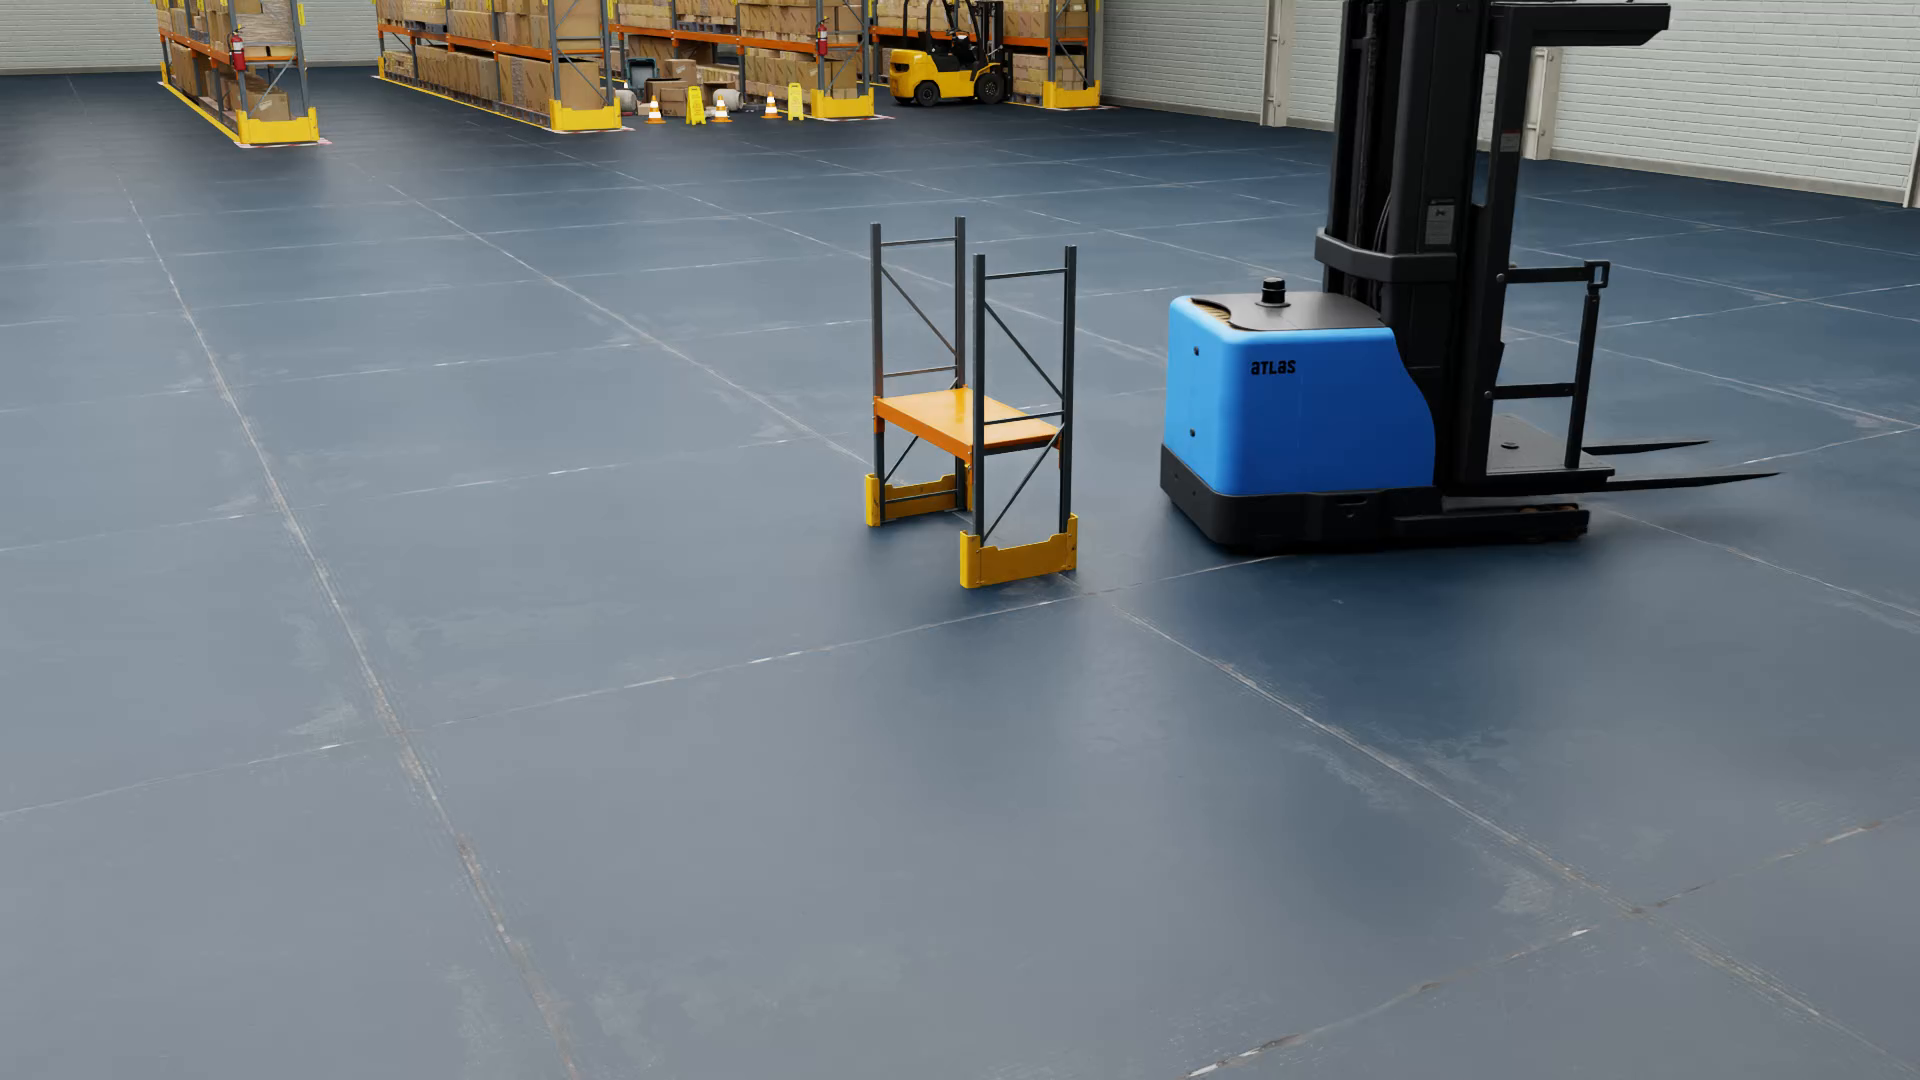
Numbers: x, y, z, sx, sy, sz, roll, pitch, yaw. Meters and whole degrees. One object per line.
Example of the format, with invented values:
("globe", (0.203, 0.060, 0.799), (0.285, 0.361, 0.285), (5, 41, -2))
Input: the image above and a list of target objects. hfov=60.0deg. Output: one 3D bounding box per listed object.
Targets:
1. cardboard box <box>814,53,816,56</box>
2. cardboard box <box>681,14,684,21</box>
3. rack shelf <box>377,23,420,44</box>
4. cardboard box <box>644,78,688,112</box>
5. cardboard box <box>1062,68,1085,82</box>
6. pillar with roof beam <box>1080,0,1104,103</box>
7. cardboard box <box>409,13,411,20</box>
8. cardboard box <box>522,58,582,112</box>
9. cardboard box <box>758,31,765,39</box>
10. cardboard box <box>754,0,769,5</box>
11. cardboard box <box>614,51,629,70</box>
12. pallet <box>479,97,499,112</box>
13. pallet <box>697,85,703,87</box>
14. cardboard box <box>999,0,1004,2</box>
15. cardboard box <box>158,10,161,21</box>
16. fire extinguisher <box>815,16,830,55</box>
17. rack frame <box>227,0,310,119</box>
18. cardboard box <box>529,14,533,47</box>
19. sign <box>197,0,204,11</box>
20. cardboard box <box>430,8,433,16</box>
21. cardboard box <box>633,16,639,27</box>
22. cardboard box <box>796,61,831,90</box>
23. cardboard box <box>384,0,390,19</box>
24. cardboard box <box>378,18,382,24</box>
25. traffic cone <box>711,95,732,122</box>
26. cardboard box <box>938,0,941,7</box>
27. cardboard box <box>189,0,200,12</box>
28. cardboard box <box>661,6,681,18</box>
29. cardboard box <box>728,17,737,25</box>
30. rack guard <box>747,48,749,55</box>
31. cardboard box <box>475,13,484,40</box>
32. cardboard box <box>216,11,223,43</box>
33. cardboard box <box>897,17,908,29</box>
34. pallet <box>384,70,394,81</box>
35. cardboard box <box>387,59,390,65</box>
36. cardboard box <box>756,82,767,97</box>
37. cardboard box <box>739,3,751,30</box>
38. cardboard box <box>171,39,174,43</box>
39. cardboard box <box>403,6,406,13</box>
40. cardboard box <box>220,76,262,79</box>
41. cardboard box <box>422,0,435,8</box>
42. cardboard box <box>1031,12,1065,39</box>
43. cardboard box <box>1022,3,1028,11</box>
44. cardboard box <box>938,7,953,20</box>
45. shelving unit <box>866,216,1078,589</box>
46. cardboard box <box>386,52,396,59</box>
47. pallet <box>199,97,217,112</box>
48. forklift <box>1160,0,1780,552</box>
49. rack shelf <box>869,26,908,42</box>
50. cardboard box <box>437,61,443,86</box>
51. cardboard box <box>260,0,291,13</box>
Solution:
("cardboard box", (-3.454, -12.389, 42.624), (0.500, 0.500, 0.500), (-9, 21, -24))
("cardboard box", (-5.962, -11.585, 36.848), (0.380, 0.149, 0.250), (-11, 22, -30))
("rack shelf", (-13.110, -12.214, 40.032), (1.077, 0.370, 4.000), (-10, 21, -27))
("cardboard box", (-5.668, -8.594, 32.058), (0.797, 0.637, 0.503), (-10, 21, -27))
("cardboard box", (2.172, -9.403, 33.588), (0.500, 0.250, 0.500), (-10, 21, -26))
("pillar with roof beam", (-1.114, -12.609, 30.878), (9.100, 9.000, 0.400), (-10, 21, -27))
("cardboard box", (-12.126, -11.724, 37.252), (0.380, 0.149, 0.250), (-10, 21, -26))
("cardboard box", (-7.262, -8.166, 29.811), (0.875, 0.875, 0.875), (-10, 22, -28))
("cardboard box", (-3.781, -10.008, 32.921), (0.380, 0.149, 0.250), (-9, 21, -25))
("cardboard box", (-3.597, -10.681, 32.346), (0.700, 0.500, 0.500), (-11, 22, -28))
("cardboard box", (-8.056, -11.960, 41.477), (0.875, 0.438, 0.875), (-10, 22, -27))
("pallet", (-8.795, -8.575, 32.658), (1.003, 0.211, 1.213), (-10, 21, -27))
("pallet", (-5.008, -9.735, 36.020), (1.003, 0.211, 1.213), (-10, 21, -27))
("cardboard box", (1.019, -11.180, 34.328), (0.380, 0.149, 0.250), (-10, 21, -26))
("cardboard box", (-18.230, -12.131, 38.462), (0.500, 0.250, 0.500), (-10, 22, -27))
("fire extinguisher", (-2.505, -9.190, 30.284), (0.296, 0.674, 0.183), (-10, 21, -27))
("rack frame", (-10.876, -7.796, 26.125), (1.000, 3.000, 0.127), (-10, 21, -27))
("cardboard box", (-7.114, -9.040, 29.502), (0.875, 0.550, 0.550), (-10, 21, -27))
("sign", (-13.262, -9.404, 29.012), (0.100, 0.325, 0.005), (-10, 21, -27))
("cardboard box", (-11.025, -11.200, 35.275), (0.380, 0.149, 0.250), (-9, 21, -25))
("cardboard box", (-7.399, -12.240, 39.234), (0.500, 0.250, 0.500), (-10, 21, -27))
("cardboard box", (-2.764, -8.774, 31.381), (0.500, 0.500, 0.500), (-10, 21, -26))
("cardboard box", (-13.592, -12.852, 40.169), (0.500, 0.500, 0.500), (-10, 21, -26))
("cardboard box", (-14.195, -12.866, 41.203), (0.380, 0.149, 0.250), (-10, 21, -27))
("traffic cone", (-4.309, -7.786, 29.985), (0.336, 0.463, 0.334), (-10, 21, -27))
("cardboard box", (-0.253, -11.816, 36.629), (0.380, 0.149, 0.250), (-10, 21, -27))
("cardboard box", (-15.007, -10.826, 33.216), (0.797, 0.503, 0.637), (-9, 21, -25))
("cardboard box", (-6.407, -11.893, 37.461), (0.500, 0.250, 0.500), (-10, 21, -27))
("cardboard box", (-4.541, -10.664, 34.178), (0.380, 0.149, 0.250), (-10, 21, -26))
("rack guard", (-5.349, -13.490, 46.460), (1.175, 0.500, 0.348), (-10, 21, -27))
("cardboard box", (-9.085, -9.984, 32.314), (0.500, 0.500, 0.500), (-10, 22, -27))
("cardboard box", (-11.882, -8.566, 27.749), (0.875, 0.500, 0.500), (-10, 21, -27))
("cardboard box", (-1.105, -11.869, 38.160), (0.500, 0.250, 0.500), (-11, 22, -28))
("pallet", (-13.669, -11.550, 41.279), (1.003, 0.211, 1.213), (-10, 21, -27))
("cardboard box", (-13.957, -11.842, 41.122), (0.380, 0.149, 0.250), (-10, 21, -27))
("cardboard box", (-3.748, -9.015, 33.231), (0.500, 0.250, 0.500), (-9, 21, -24))
("cardboard box", (-4.090, -10.498, 33.346), (0.500, 0.500, 0.500), (-10, 21, -27))
("cardboard box", (-17.667, -11.151, 38.461), (0.875, 0.875, 0.875), (-10, 21, -27))
("cardboard box", (-12.378, -12.016, 37.641), (0.380, 0.149, 0.250), (-10, 21, -26))
("cardboard box", (-13.257, -8.290, 30.715), (0.700, 0.500, 0.500), (-10, 21, -27))
("cardboard box", (-11.379, -11.556, 35.852), (0.380, 0.149, 0.250), (-10, 21, -27))
("cardboard box", (1.748, -10.249, 33.080), (0.500, 0.500, 0.500), (-11, 22, -28))
("cardboard box", (1.477, -10.736, 33.500), (0.380, 0.149, 0.250), (-10, 21, -27))
("cardboard box", (-0.145, -11.516, 36.369), (0.500, 0.250, 0.500), (-10, 22, -28))
("shelving unit", (0.036, -0.687, 7.823), (0.587, 1.500, 1.083), (-10, 21, -27))
("cardboard box", (-13.867, -11.905, 40.847), (0.380, 0.149, 0.250), (-10, 21, -27))
("pallet", (-14.305, -8.550, 32.585), (1.003, 0.211, 1.213), (-10, 21, -27))
("forklift", (2.613, -1.540, 8.100), (3.031, 2.935, 1.130), (-3, 19, -9))
("rack shelf", (-2.536, -12.631, 41.242), (1.077, 0.370, 4.000), (-10, 21, -27))
("cardboard box", (-11.047, -10.147, 36.126), (0.500, 0.500, 0.500), (-9, 21, -24))
("cardboard box", (-10.897, -8.657, 26.477), (0.500, 0.500, 0.500), (-10, 21, -27))
